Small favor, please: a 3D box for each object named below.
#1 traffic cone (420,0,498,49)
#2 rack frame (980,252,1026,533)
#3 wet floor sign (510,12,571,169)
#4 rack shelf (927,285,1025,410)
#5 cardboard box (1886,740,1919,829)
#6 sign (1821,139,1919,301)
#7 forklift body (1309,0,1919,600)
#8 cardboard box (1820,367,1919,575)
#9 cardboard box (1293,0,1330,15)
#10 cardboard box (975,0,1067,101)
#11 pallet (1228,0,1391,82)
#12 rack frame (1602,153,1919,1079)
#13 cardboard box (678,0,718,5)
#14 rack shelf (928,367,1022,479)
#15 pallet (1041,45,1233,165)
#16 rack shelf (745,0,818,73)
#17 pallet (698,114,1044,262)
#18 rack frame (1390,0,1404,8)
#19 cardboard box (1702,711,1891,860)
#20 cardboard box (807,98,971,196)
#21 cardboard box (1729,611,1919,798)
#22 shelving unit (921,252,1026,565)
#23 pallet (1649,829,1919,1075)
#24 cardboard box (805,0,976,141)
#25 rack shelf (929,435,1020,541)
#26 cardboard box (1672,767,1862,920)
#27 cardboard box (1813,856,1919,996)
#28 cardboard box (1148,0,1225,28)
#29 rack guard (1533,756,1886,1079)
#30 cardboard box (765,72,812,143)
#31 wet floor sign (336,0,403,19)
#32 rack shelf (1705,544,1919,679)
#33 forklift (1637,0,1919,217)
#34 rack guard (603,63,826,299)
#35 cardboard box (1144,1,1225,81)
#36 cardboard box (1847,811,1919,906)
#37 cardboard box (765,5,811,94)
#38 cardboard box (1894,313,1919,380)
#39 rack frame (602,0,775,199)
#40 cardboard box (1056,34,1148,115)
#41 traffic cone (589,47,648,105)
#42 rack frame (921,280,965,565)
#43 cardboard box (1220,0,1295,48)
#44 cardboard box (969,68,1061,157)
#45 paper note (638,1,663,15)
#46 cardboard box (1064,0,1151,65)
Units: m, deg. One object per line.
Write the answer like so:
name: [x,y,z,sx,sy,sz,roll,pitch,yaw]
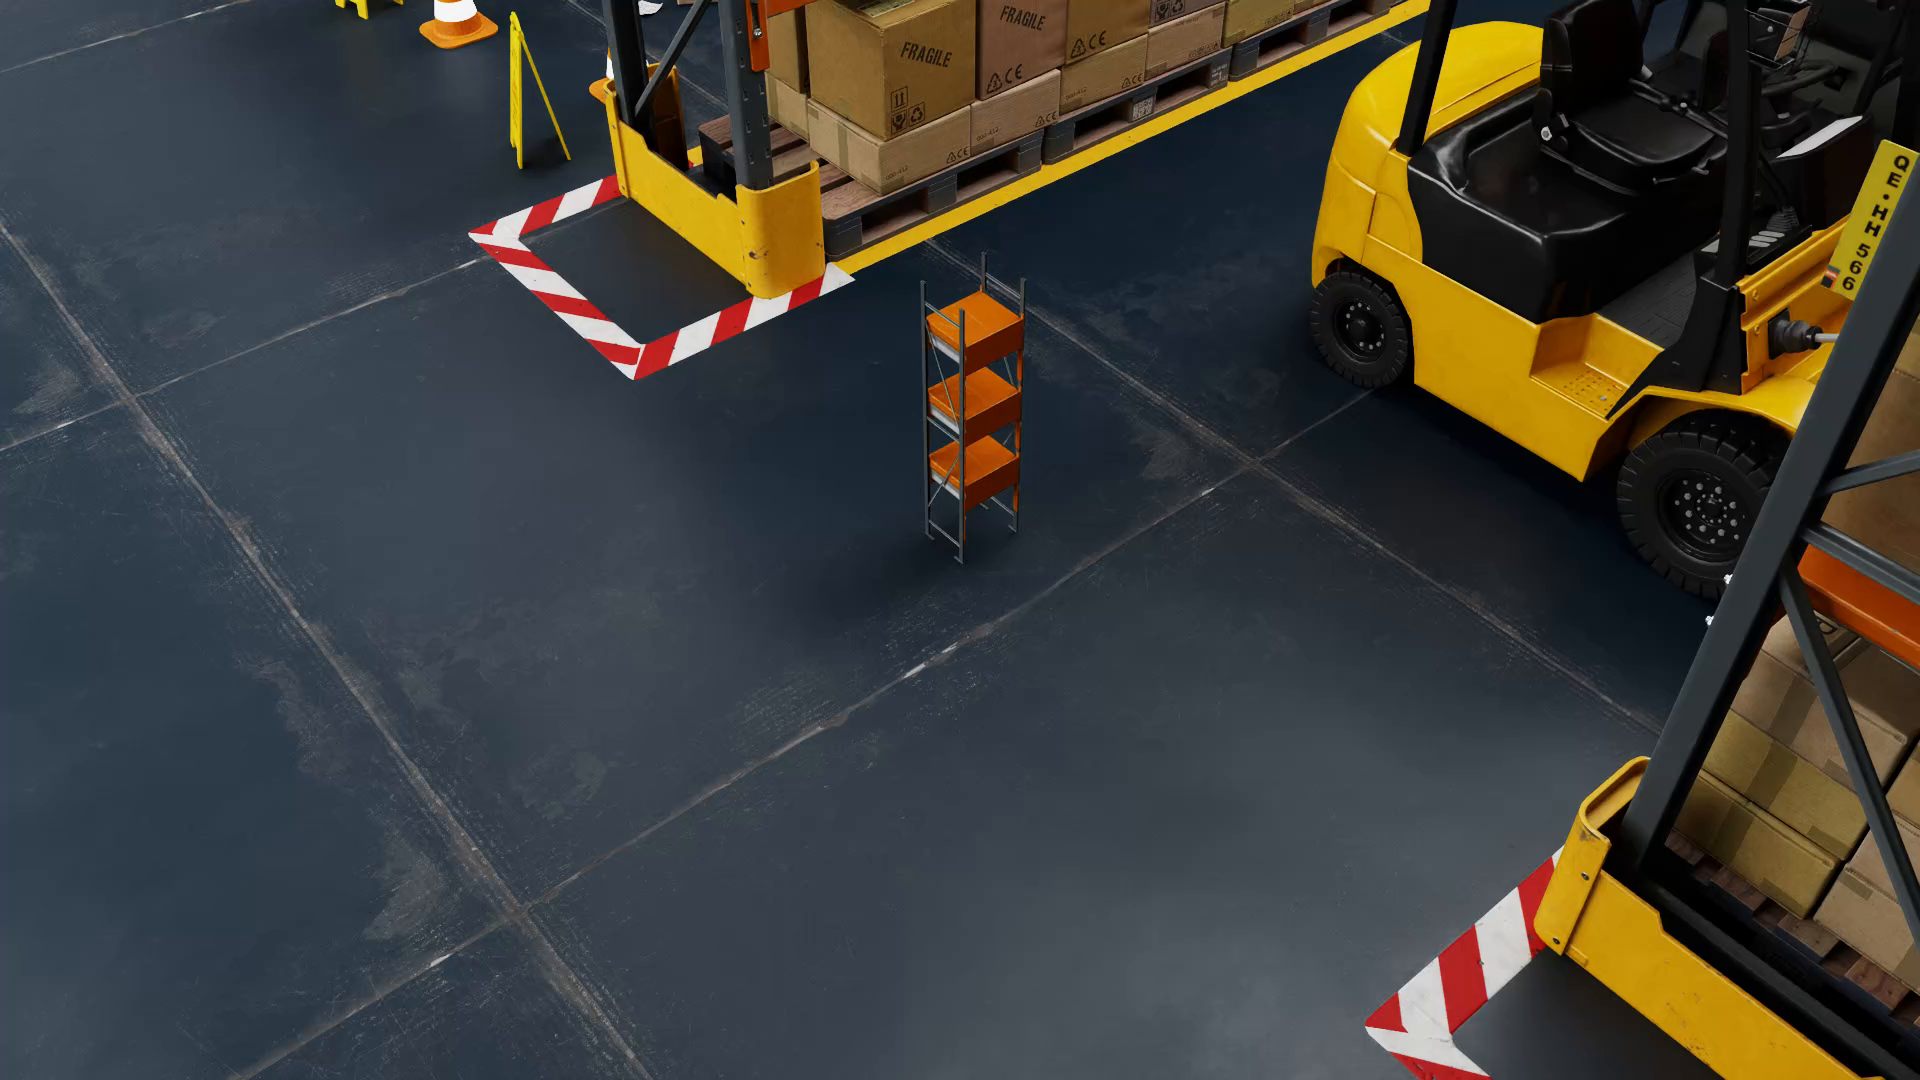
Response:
traffic cone: [-2.570,-2.783,8.375,0.334,0.463,0.336,-30,51,-28]
rack frame: [0.135,-0.460,5.473,0.008,1.050,0.200,-30,51,-28]
wet floor sign: [-1.931,-2.028,7.438,0.232,0.644,0.267,-14,45,-14]
rack shelf: [0.041,-0.605,5.229,0.240,0.259,0.215,-30,51,-28]
cardboard box: [2.578,0.570,3.923,0.500,0.250,0.500,-31,51,-28]
sign: [1.751,-0.602,3.182,0.005,0.325,0.100,-30,51,-28]
forklift body: [2.372,-1.284,5.547,1.214,2.155,2.313,-30,51,-28]
cardboard box: [2.297,-0.193,3.692,0.500,0.500,0.500,-31,51,-29]
cardboard box: [1.688,-2.915,8.364,0.500,0.250,0.500,-28,50,-26]
cardboard box: [0.113,-2.284,7.145,0.500,0.500,0.500,-32,52,-29]
pallet: [1.477,-2.835,8.614,1.213,0.211,1.003,-30,51,-28]
rack frame: [2.088,0.197,3.349,0.127,3.000,1.000,-30,51,-28]
cardboard box: [-1.390,-3.005,8.841,0.250,0.149,0.380,-7,44,-7]
rack shelf: [0.041,-0.399,5.423,0.240,0.259,0.215,-30,51,-28]
pallet: [0.540,-2.296,8.041,1.213,0.211,1.003,-30,51,-28]
rack shelf: [0.435,-3.024,7.304,4.000,0.370,1.077,-30,51,-28]
pallet: [-0.395,-1.763,7.473,1.213,0.211,1.003,-30,51,-28]
rack frame: [1.969,-4.165,7.993,0.127,3.000,1.000,-30,51,-28]
cardboard box: [2.261,0.486,4.378,0.500,0.250,0.500,-30,51,-28]
cardboard box: [-0.303,-1.768,7.143,0.500,0.250,0.500,-30,51,-28]
cardboard box: [2.241,0.316,4.194,0.500,0.250,0.500,-28,50,-27]
shelving unit: [0.041,-0.406,5.416,0.252,1.050,0.215,-30,51,-28]
pallet: [2.648,0.856,4.685,1.213,0.211,1.003,-30,51,-28]
cardboard box: [-0.285,-2.052,6.898,0.500,0.500,0.500,-32,52,-29]
rack shelf: [0.041,-0.196,5.613,0.240,0.259,0.215,-30,51,-28]
cardboard box: [2.246,0.674,4.543,0.500,0.250,0.500,-29,51,-28]
cardboard box: [2.591,0.933,4.267,0.500,0.250,0.500,-30,51,-28]
cardboard box: [0.908,-2.739,7.629,0.500,0.500,0.500,-27,50,-26]
rack guard: [2.070,1.119,4.194,0.348,0.500,1.175,-30,51,-28]
cardboard box: [-0.633,-2.065,7.460,0.500,0.250,0.500,-30,51,-28]
wet floor sign: [-3.104,-3.052,8.528,0.267,0.644,0.232,30,51,28]
rack shelf: [3.622,-0.419,4.531,4.000,0.370,1.077,-30,51,-28]
forklift: [3.471,-2.689,6.473,3.031,2.935,1.130,-30,51,-28]
rack guard: [-1.041,-1.530,7.014,0.348,0.500,1.175,-30,51,-28]
cardboard box: [0.893,-2.455,7.874,0.500,0.250,0.500,-29,50,-27]
cardboard box: [2.582,0.767,4.079,0.500,0.250,0.500,-29,50,-27]
cardboard box: [-0.652,-2.321,7.184,0.500,0.500,0.500,-29,51,-28]
cardboard box: [2.175,-0.375,3.412,0.250,0.149,0.380,-29,50,-27]
rack frame: [-1.099,-2.408,6.123,0.127,3.000,1.000,-30,51,-28]
cardboard box: [0.504,-2.234,7.640,0.500,0.250,0.500,-26,49,-25]
traffic cone: [-1.597,-2.349,7.914,0.334,0.463,0.336,-30,51,-28]
rack frame: [-0.053,-0.353,5.359,0.008,1.050,0.200,-30,51,-28]
cardboard box: [1.286,-2.676,8.109,0.500,0.250,0.500,-31,51,-29]
cardboard box: [0.093,-1.988,7.377,0.500,0.250,0.500,-28,50,-27]
paper note: [-1.651,-2.786,8.694,0.148,0.019,0.142,22,47,21]
cardboard box: [0.503,-2.500,7.375,0.500,0.500,0.500,-29,50,-27]
